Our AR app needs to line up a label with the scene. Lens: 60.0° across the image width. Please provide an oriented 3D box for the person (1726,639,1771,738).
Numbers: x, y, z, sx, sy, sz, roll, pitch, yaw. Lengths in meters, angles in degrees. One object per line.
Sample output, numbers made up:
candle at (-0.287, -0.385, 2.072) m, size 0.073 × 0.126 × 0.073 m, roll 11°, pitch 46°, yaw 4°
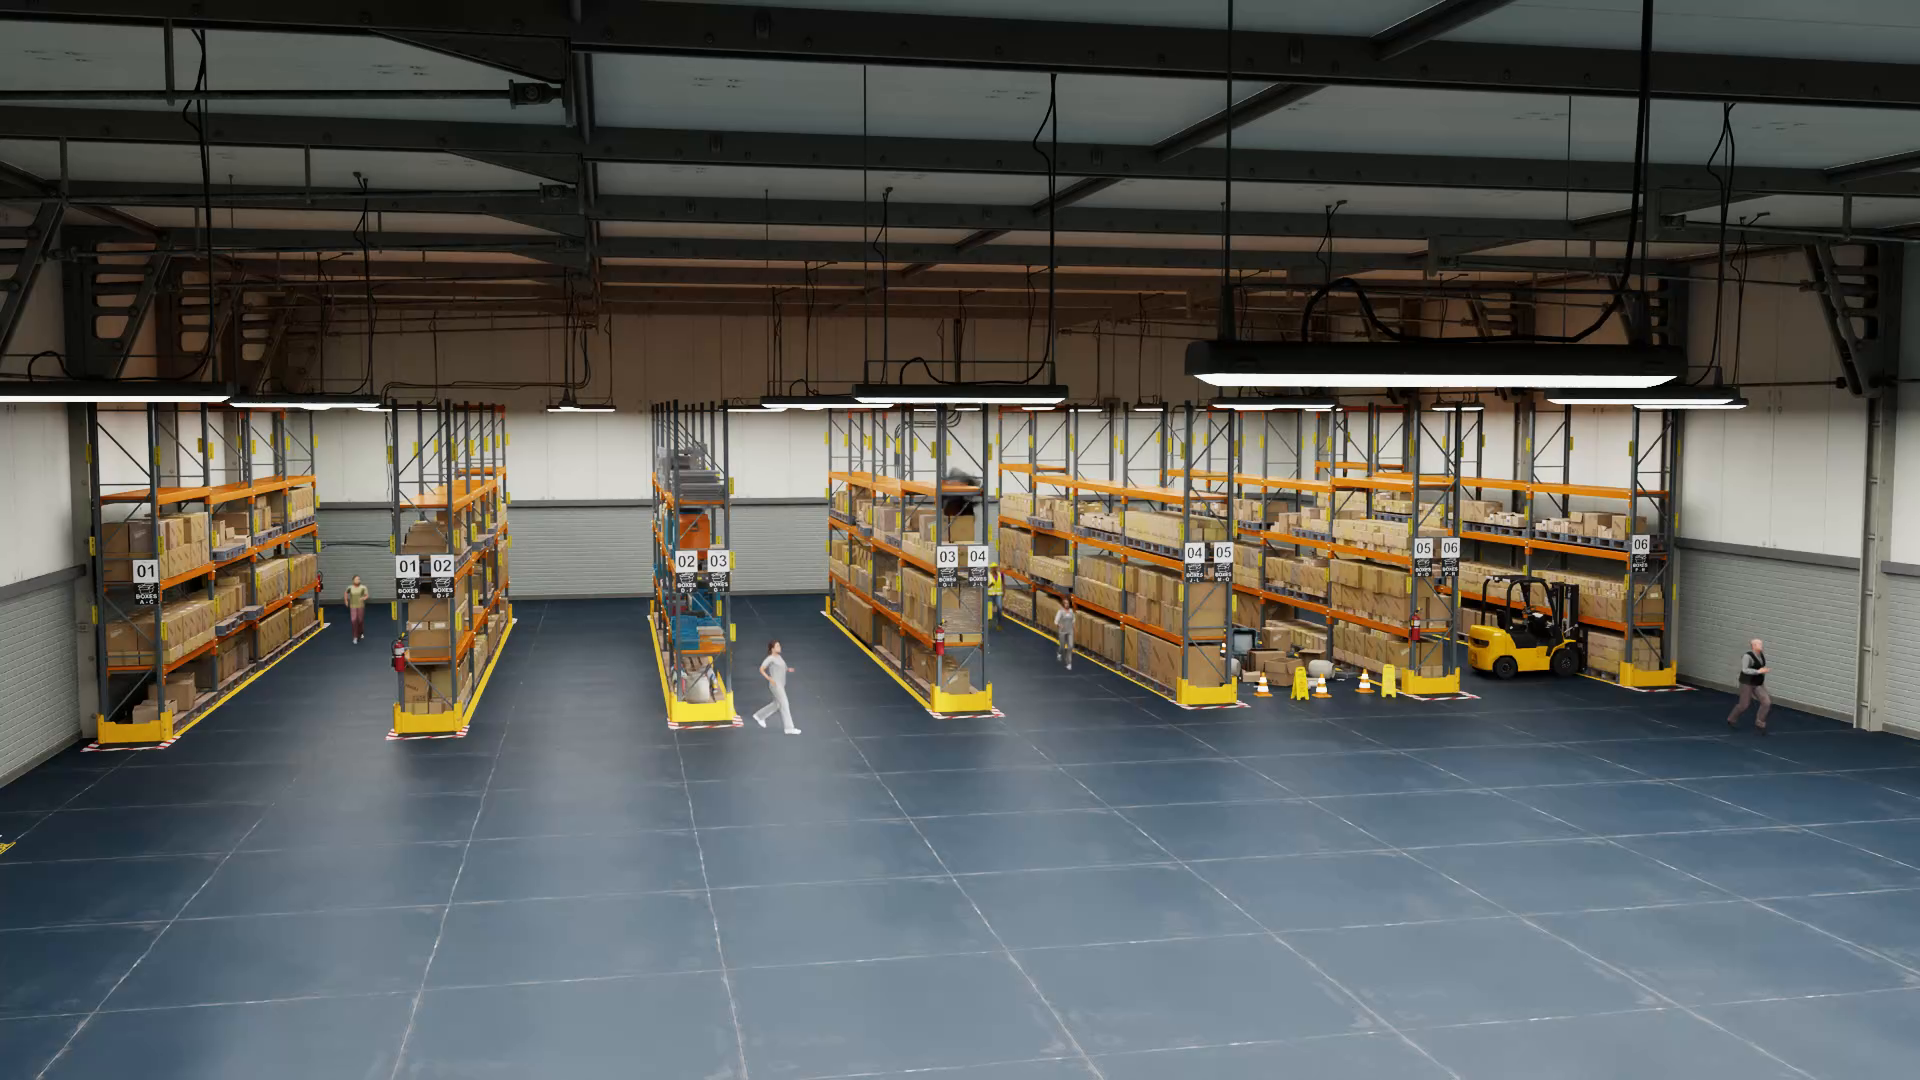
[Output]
person at (14.138, 2.631, 29.781) m, size 0.678 × 1.764 × 0.855 m, roll -2°, pitch 5°, yaw -28°

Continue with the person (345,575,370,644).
person at (-15.185, 1.730, 41.908) m, size 0.582 × 1.713 × 0.816 m, roll -1°, pitch 5°, yaw -19°

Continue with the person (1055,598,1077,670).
person at (2.389, 2.106, 37.552) m, size 0.546 × 1.589 × 0.813 m, roll -1°, pitch 4°, yaw -15°

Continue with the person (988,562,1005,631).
person at (0.897, 1.503, 44.254) m, size 0.720 × 1.834 × 0.787 m, roll -1°, pitch 4°, yaw -13°

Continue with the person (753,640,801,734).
person at (-3.266, 2.606, 29.546) m, size 0.958 × 1.622 × 0.571 m, roll 1°, pitch 5°, yaw 17°
